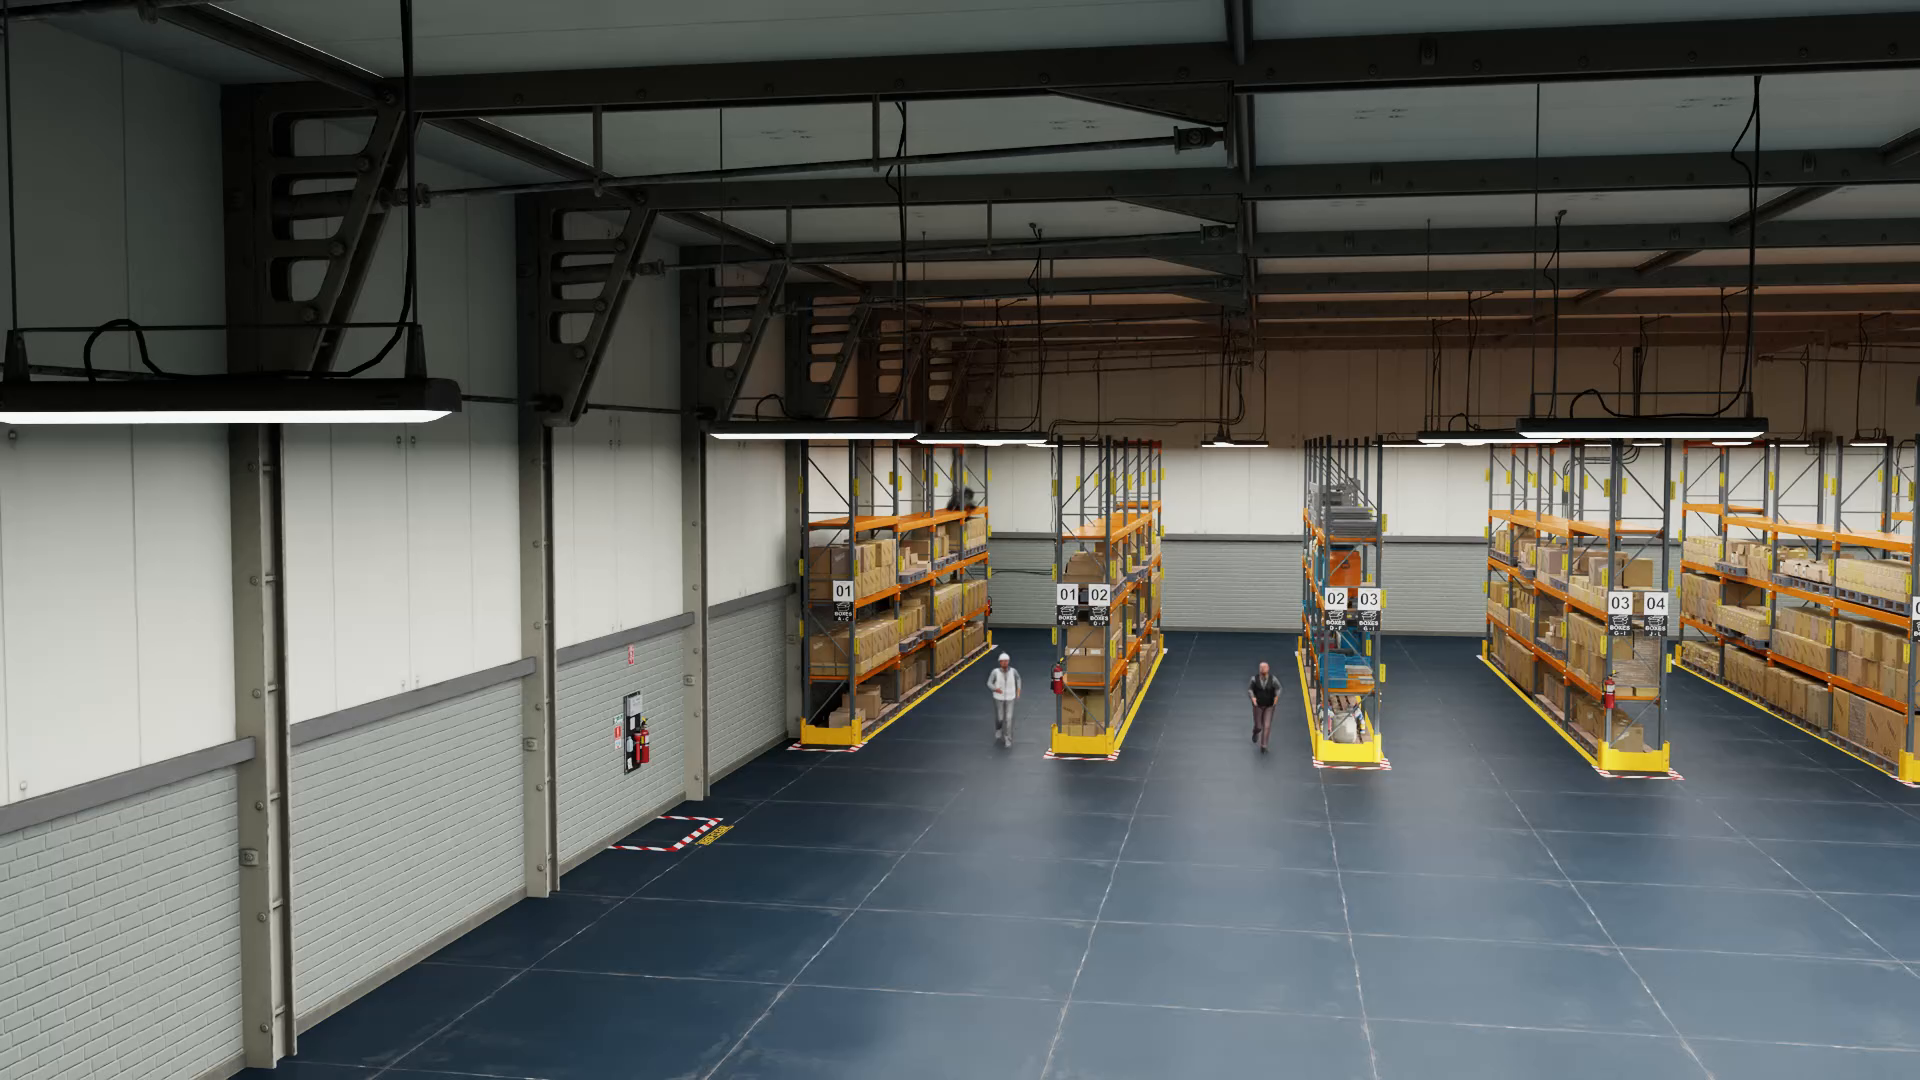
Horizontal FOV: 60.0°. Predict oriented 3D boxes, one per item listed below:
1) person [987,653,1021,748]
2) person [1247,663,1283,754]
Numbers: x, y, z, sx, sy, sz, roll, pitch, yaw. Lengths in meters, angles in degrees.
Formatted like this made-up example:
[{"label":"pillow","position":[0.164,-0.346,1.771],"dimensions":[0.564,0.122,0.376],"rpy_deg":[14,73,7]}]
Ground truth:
[{"label":"person","position":[0.867,3.087,32.362],"dimensions":[0.690,1.790,0.850],"rpy_deg":[-1,3,-9]},{"label":"person","position":[5.801,3.177,31.677],"dimensions":[0.672,1.707,0.731],"rpy_deg":[1,3,10]}]
